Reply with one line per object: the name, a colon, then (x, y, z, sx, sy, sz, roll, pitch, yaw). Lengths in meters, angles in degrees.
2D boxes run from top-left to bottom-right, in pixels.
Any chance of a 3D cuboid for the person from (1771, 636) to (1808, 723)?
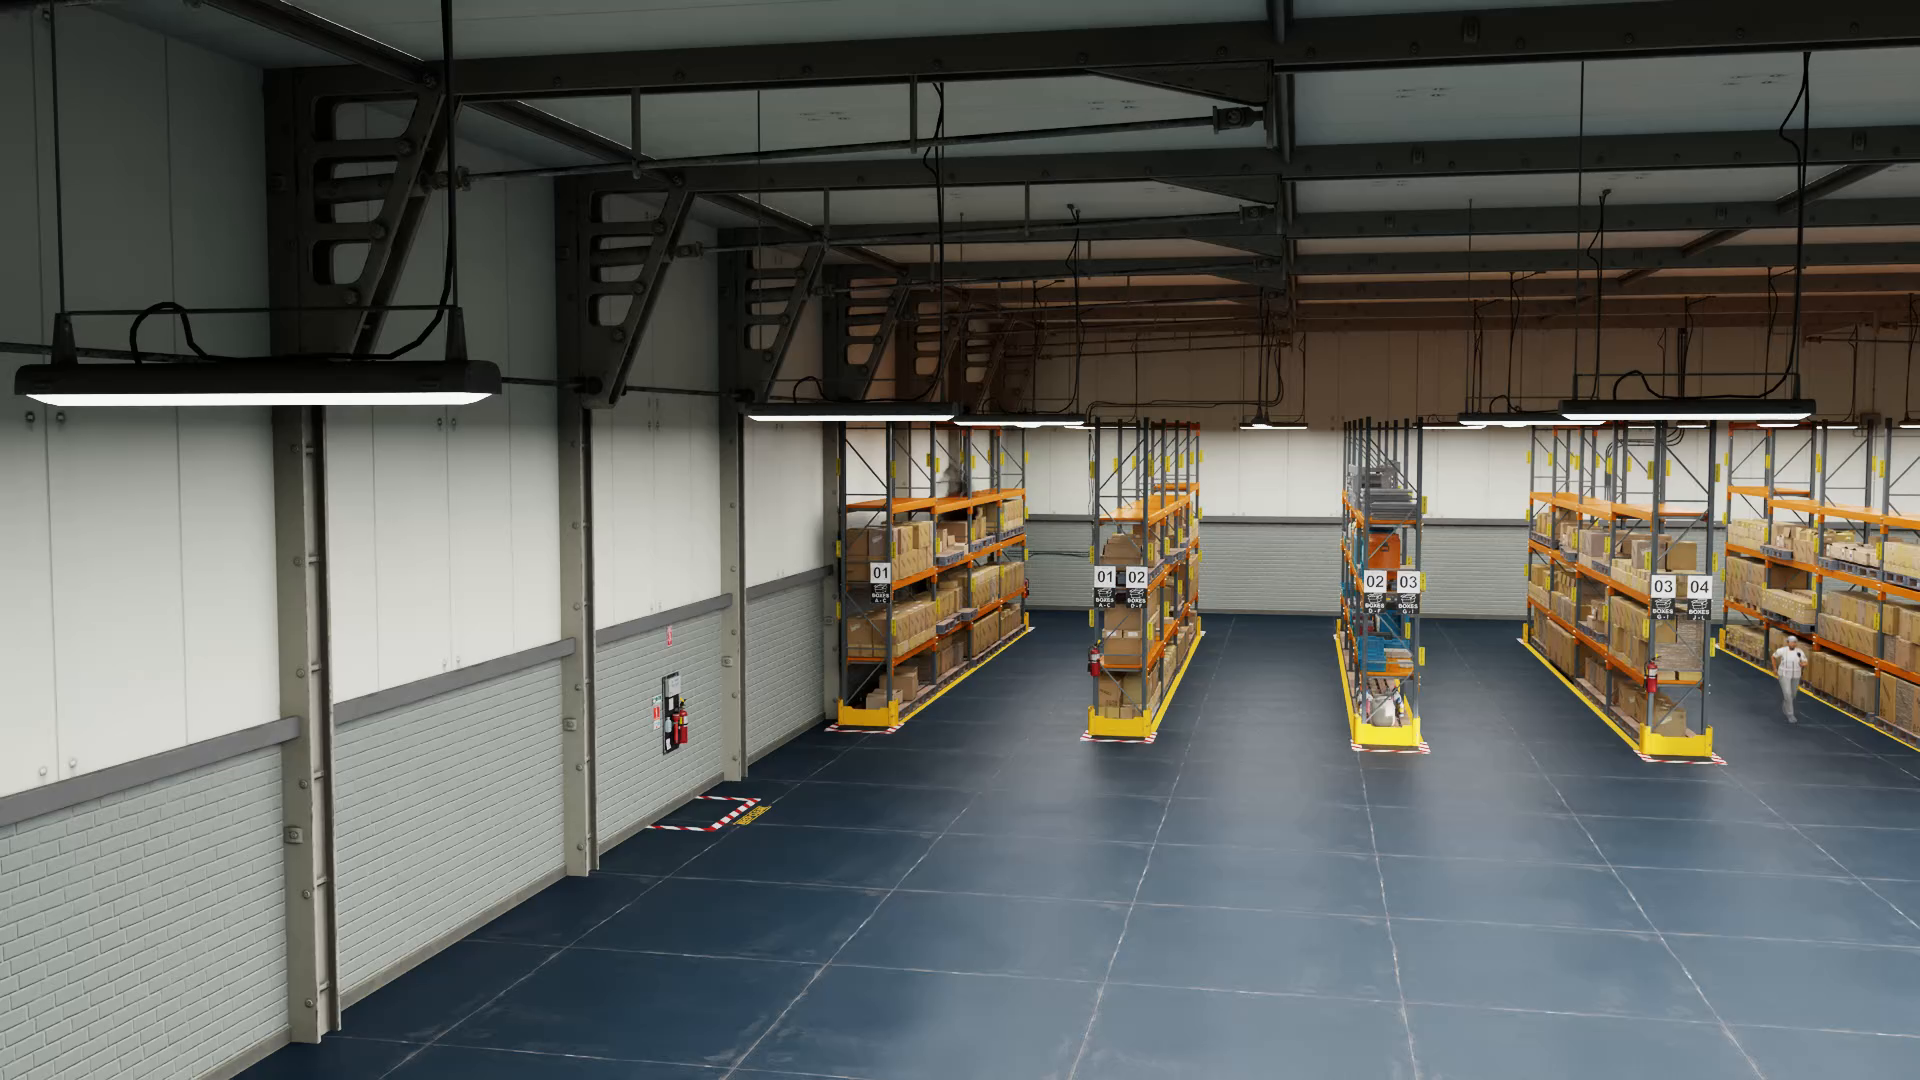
person: (16.478, 2.726, 33.010, 0.599, 1.668, 0.919, 0, 4, 6)
